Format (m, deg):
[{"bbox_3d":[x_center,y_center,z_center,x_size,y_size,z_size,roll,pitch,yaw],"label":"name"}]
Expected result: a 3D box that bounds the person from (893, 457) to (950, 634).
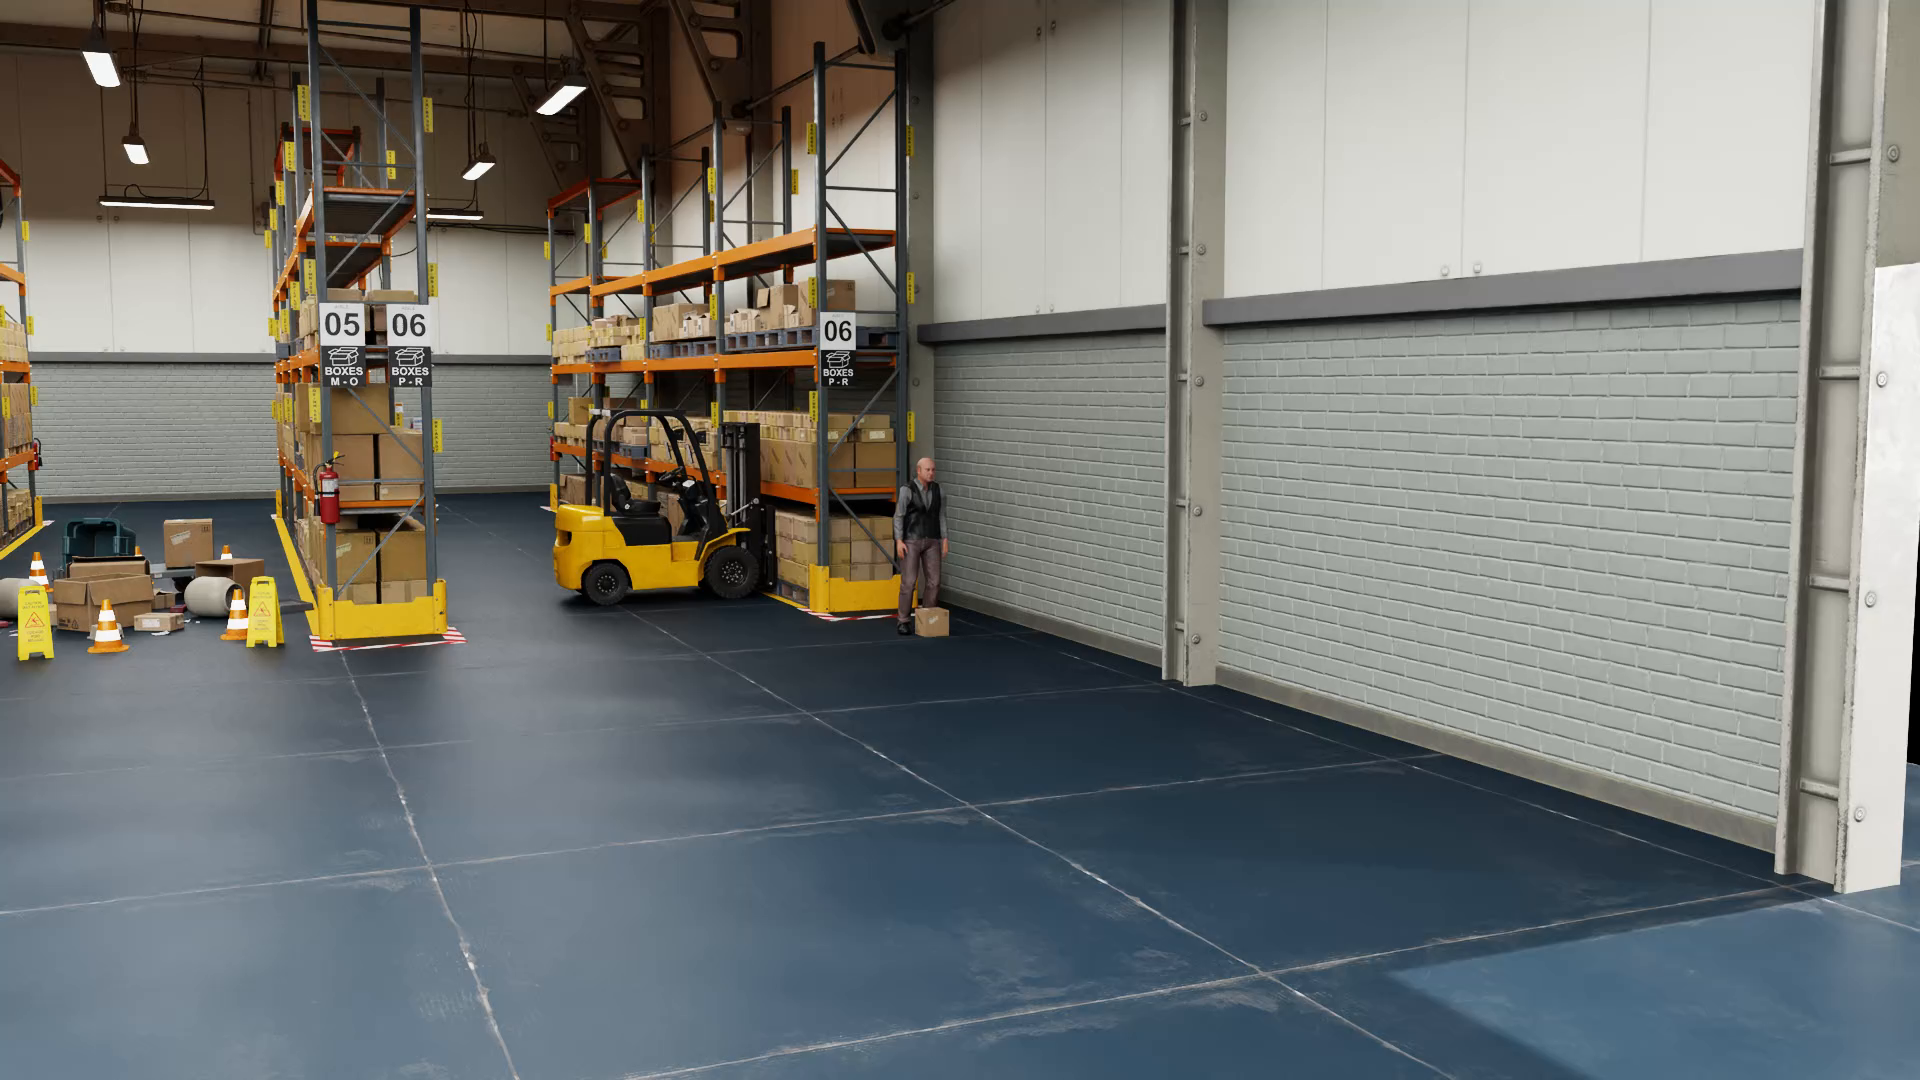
[{"bbox_3d":[-0.386,0.095,16.407,0.590,1.619,0.410,-3,6,-26],"label":"person"}]
